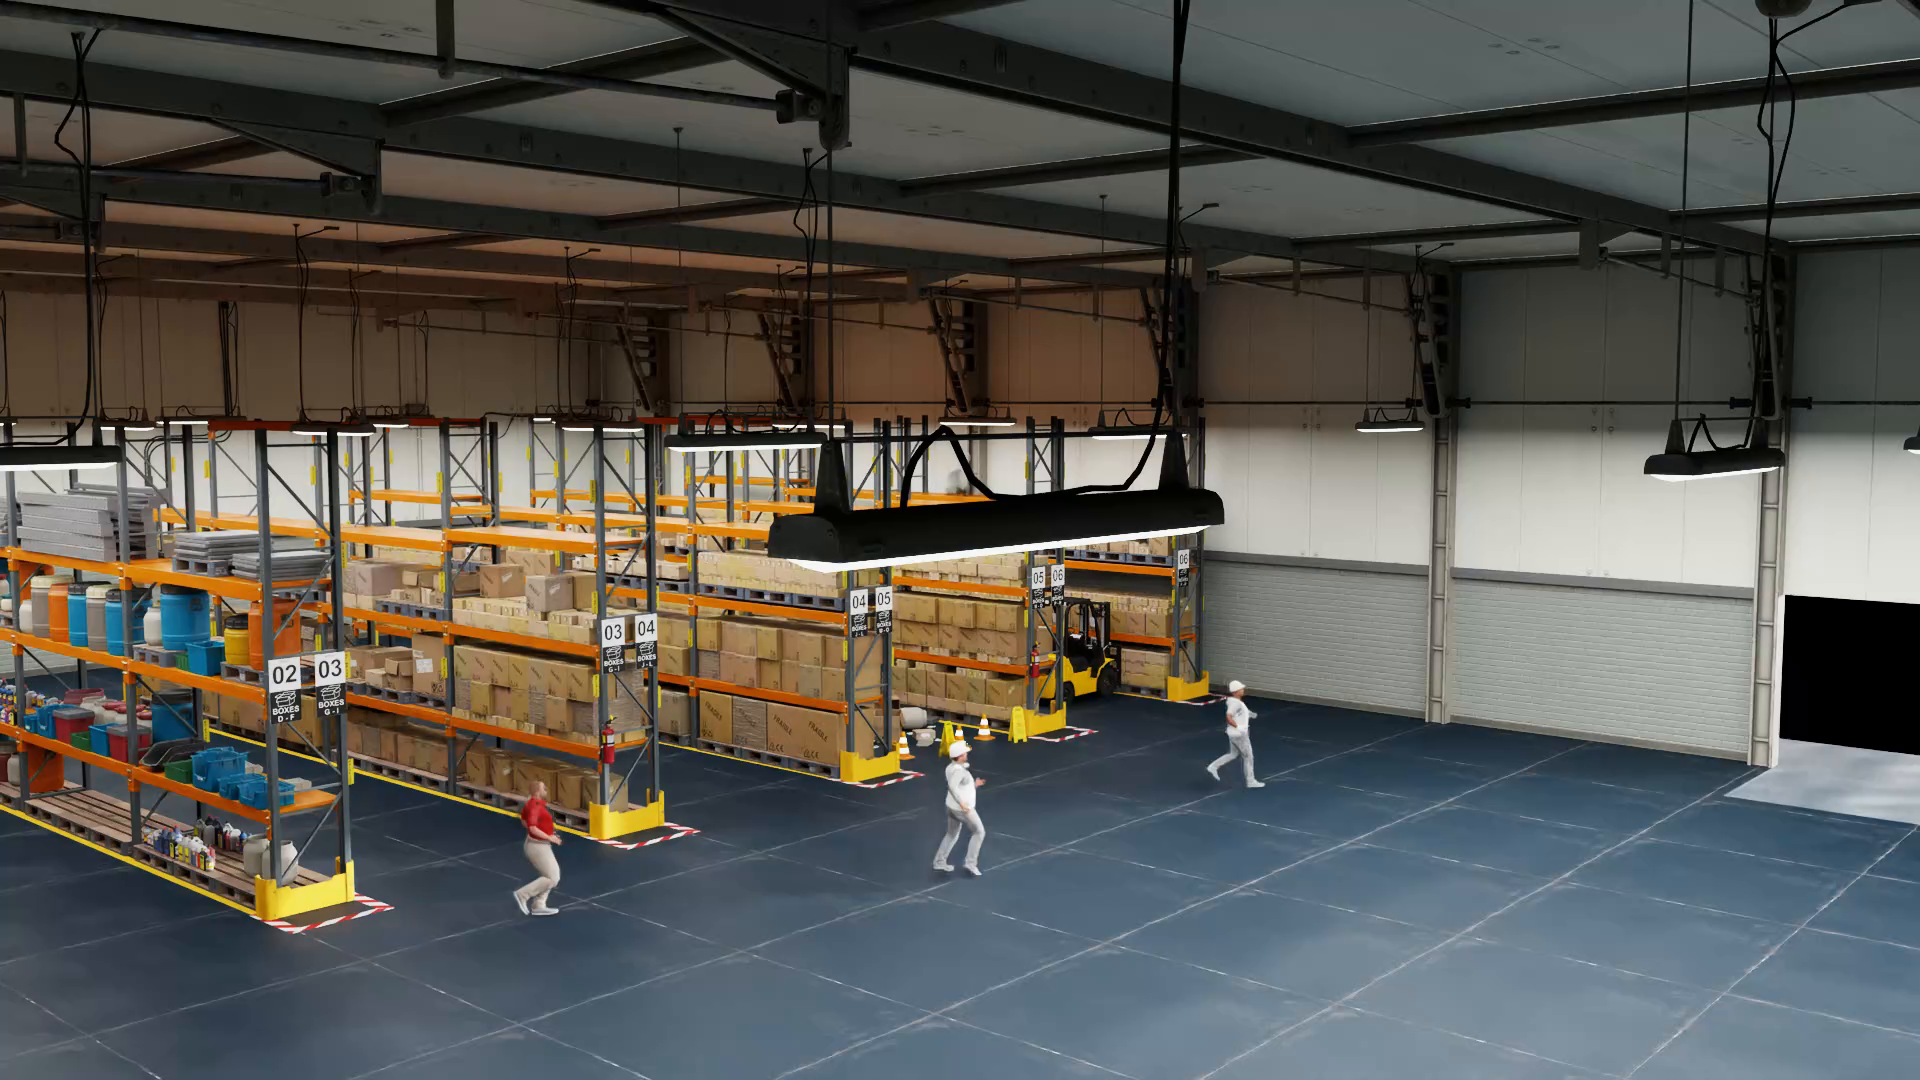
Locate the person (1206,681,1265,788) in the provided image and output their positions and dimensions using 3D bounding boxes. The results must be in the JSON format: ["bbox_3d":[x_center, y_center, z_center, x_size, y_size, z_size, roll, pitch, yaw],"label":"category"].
[{"bbox_3d":[4.526,3.179,27.217,0.955,1.764,0.696,0,5,-1],"label":"person"}]

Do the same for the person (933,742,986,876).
[{"bbox_3d":[0.009,3.607,22.199,0.752,1.831,0.624,-2,5,-25],"label":"person"}]

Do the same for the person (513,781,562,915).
[{"bbox_3d":[-5.216,3.792,20.430,0.595,1.680,0.649,-2,5,-25],"label":"person"}]
